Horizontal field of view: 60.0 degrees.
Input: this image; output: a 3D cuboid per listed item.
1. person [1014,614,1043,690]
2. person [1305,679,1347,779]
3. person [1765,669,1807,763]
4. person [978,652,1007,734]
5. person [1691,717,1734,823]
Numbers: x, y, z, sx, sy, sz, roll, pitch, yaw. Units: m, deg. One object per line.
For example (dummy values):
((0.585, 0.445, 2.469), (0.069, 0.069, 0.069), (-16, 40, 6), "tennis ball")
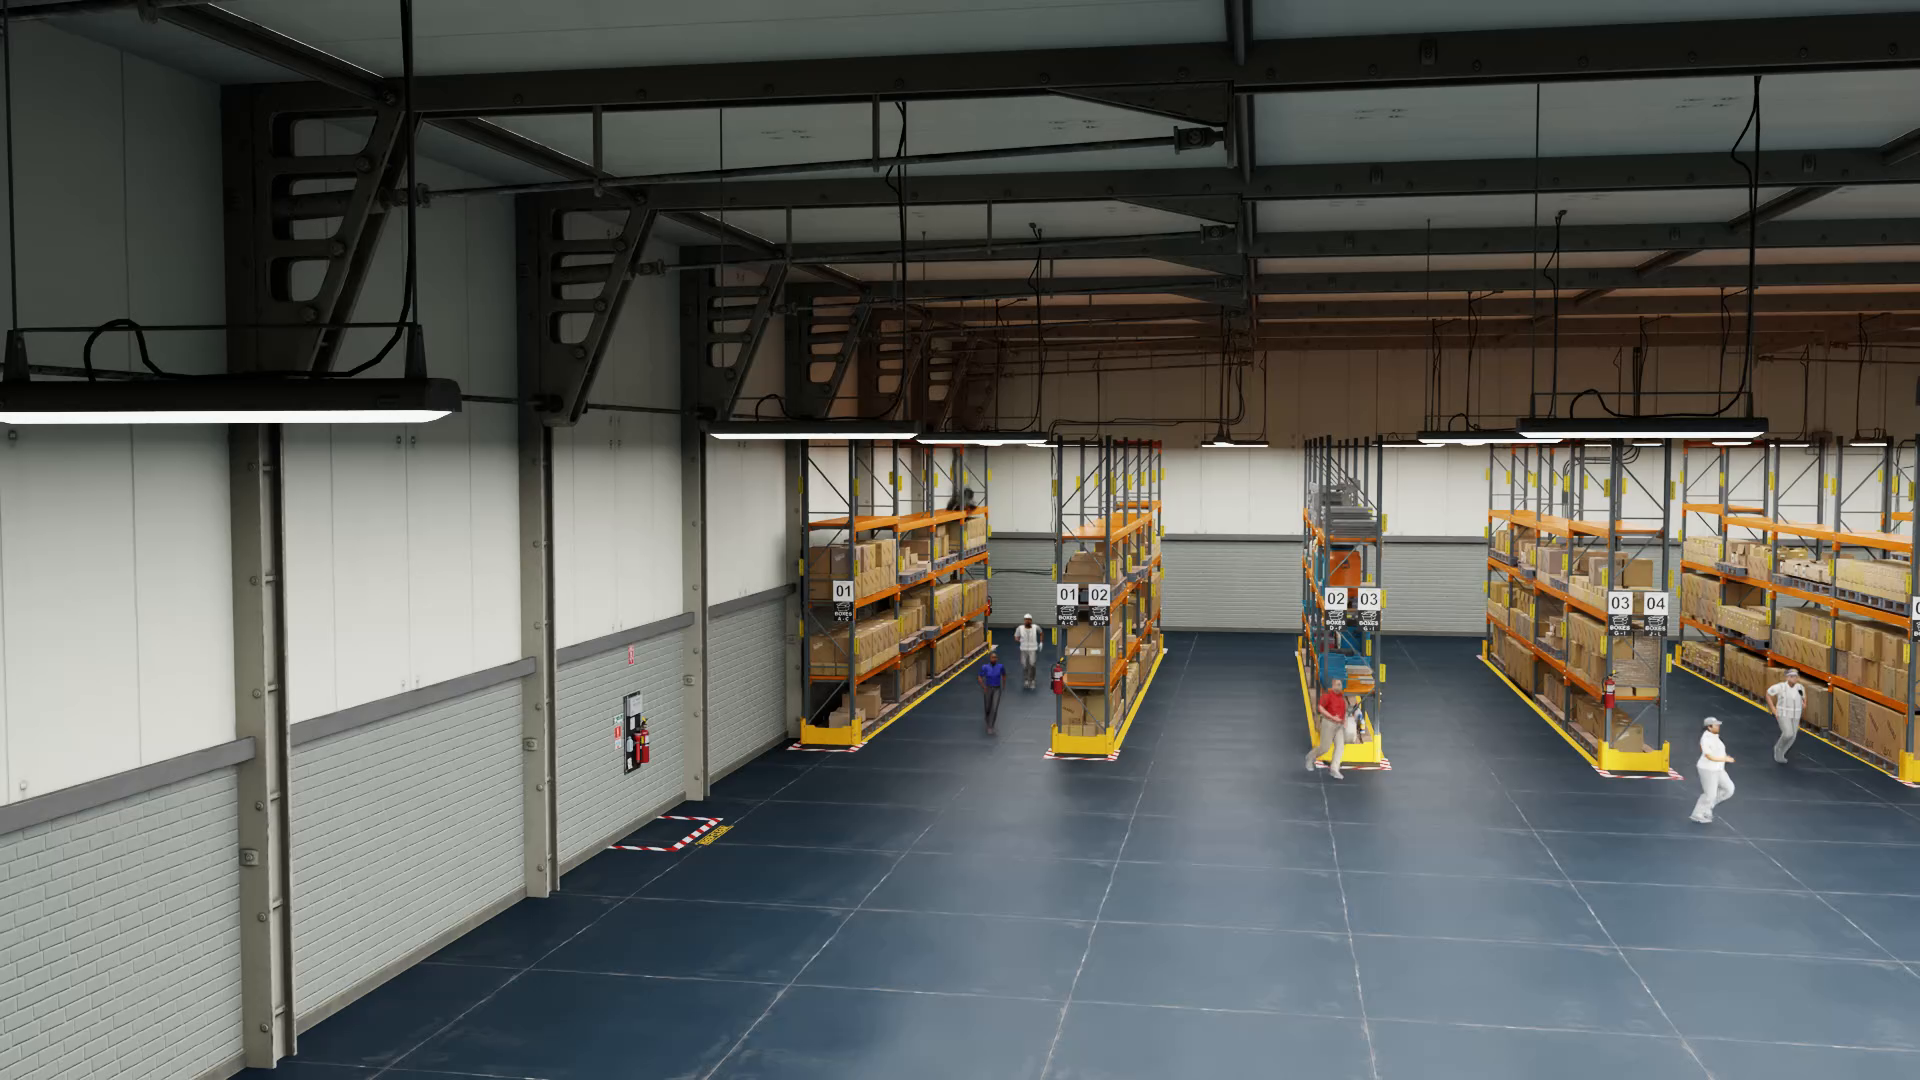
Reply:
((1.626, 2.684, 39.826), (0.677, 1.836, 0.752), (0, 3, 9), "person")
((6.540, 3.295, 29.328), (0.699, 1.710, 0.868), (-2, 4, -37), "person")
((15.098, 3.202, 30.272), (0.656, 1.742, 0.684), (0, 3, -5), "person")
((0.664, 3.091, 33.924), (0.600, 1.638, 0.766), (0, 3, -6), "person")
((11.539, 3.520, 25.460), (0.601, 1.628, 0.581), (2, 4, 37), "person")
